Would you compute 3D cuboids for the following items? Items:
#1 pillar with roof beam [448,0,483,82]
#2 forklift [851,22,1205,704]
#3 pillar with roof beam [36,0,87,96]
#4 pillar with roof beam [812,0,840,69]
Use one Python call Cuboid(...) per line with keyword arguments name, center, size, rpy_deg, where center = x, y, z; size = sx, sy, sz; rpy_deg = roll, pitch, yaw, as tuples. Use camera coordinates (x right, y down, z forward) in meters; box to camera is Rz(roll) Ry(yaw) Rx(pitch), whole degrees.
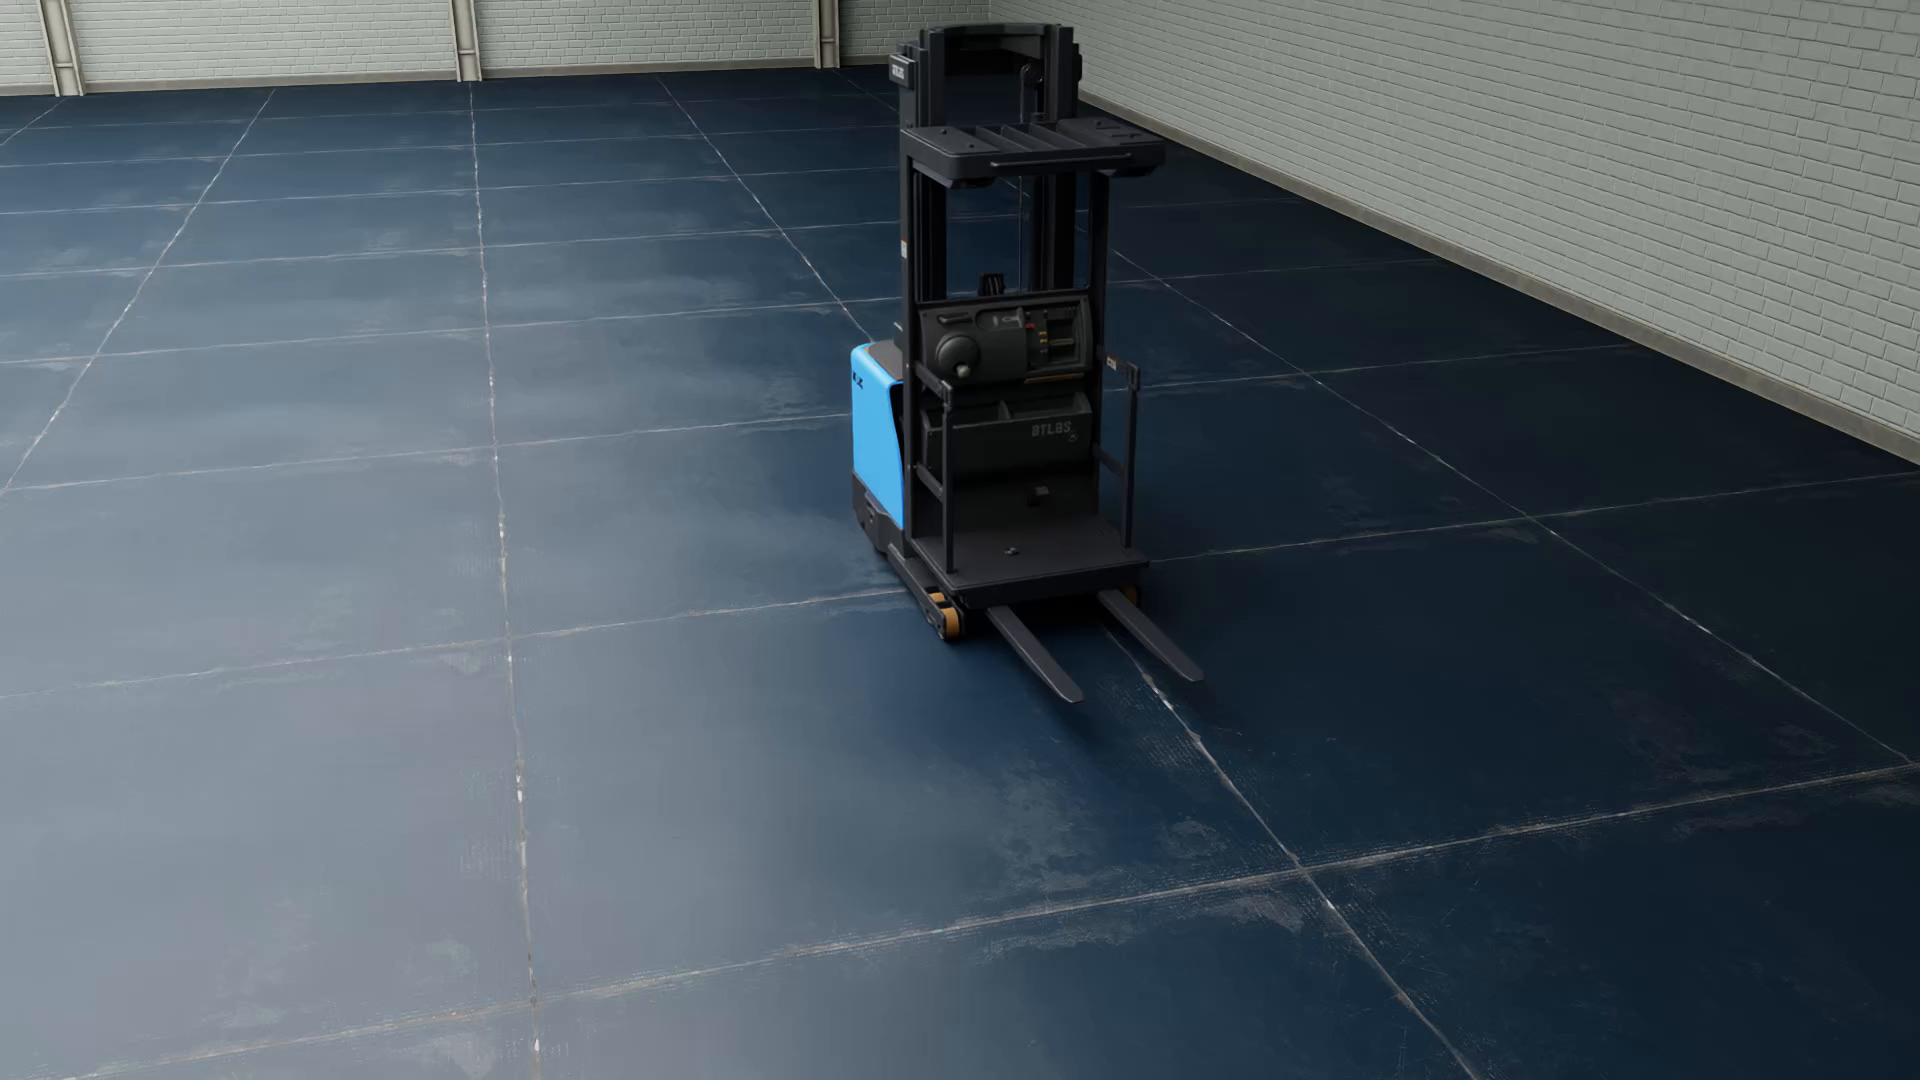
Cuboid(name="pillar with roof beam", center=(-6.926, -10.092, 21.859), size=(0.400, 9.000, 9.100), rpy_deg=(-6, 24, -14))
Cuboid(name="forklift", center=(0.317, -1.016, 8.401), size=(1.130, 2.935, 3.031), rpy_deg=(-8, 24, -18))
Cuboid(name="pillar with roof beam", center=(-12.702, -9.453, 20.370), size=(0.400, 9.000, 9.100), rpy_deg=(-6, 24, -14))
Cuboid(name="pillar with roof beam", center=(-1.149, -10.732, 23.348), size=(0.400, 9.000, 9.100), rpy_deg=(-6, 24, -14))
